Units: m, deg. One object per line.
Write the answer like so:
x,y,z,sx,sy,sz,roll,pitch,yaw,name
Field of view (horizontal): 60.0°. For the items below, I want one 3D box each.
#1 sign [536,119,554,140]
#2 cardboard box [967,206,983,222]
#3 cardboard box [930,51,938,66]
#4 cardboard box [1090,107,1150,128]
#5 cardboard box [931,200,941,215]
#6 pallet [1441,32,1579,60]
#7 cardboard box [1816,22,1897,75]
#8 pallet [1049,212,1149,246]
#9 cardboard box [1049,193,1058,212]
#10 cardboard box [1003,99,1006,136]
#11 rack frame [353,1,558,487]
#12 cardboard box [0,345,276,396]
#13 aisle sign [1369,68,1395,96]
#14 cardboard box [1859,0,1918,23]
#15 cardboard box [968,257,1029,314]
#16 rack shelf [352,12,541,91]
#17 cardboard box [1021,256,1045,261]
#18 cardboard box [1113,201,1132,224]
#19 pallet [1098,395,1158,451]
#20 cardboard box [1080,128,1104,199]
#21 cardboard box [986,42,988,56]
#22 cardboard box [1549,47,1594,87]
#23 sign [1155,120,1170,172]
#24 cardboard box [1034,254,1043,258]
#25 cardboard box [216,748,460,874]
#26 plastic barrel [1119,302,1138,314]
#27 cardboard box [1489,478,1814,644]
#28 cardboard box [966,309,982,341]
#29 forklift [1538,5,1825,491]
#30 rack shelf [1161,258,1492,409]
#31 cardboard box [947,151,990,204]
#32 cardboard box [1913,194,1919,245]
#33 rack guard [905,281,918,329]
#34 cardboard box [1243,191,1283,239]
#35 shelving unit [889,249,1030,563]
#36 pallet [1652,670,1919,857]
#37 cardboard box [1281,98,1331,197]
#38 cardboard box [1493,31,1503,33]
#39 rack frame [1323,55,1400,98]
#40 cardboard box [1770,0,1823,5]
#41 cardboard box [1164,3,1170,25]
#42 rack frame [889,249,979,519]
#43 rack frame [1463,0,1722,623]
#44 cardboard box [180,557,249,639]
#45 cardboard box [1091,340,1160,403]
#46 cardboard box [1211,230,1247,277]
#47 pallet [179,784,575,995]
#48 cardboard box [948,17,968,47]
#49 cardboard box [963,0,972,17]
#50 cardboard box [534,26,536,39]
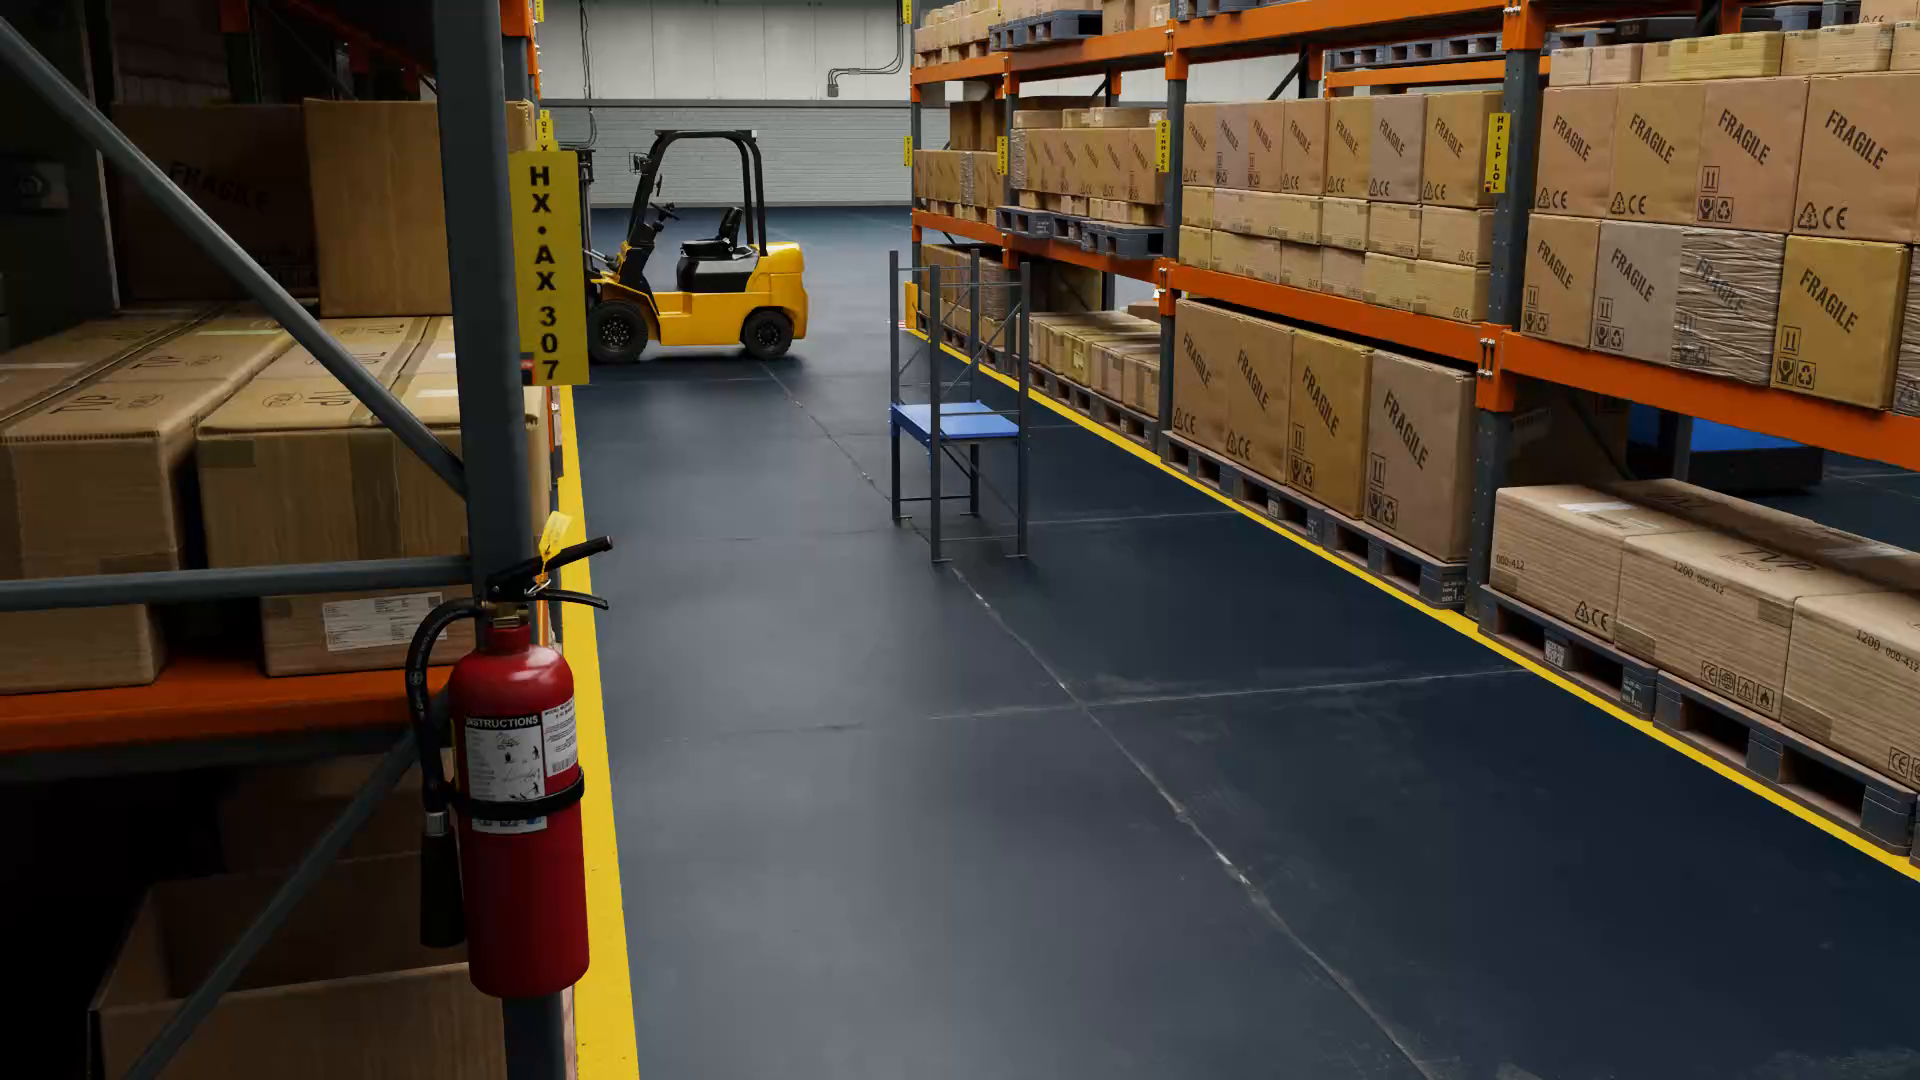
-2.460,-2.329,9.868,0.100,0.325,0.005,-3,14,-13,sign
0.286,-3.143,15.999,0.380,0.149,0.250,-3,14,-14,cardboard box
-0.100,-5.018,17.354,0.380,0.149,0.250,-3,14,-12,cardboard box
1.180,-3.124,12.306,0.380,0.149,0.250,-4,14,-16,cardboard box
-0.090,-3.500,17.461,0.380,0.149,0.250,-3,14,-12,cardboard box
5.505,-4.876,16.431,1.003,0.211,1.213,-3,14,-13,pallet
2.939,-1.537,5.215,0.380,0.149,0.250,-3,14,-13,cardboard box
1.334,-2.412,12.882,1.003,0.211,1.213,-3,14,-13,pallet
0.933,-2.729,13.422,0.380,0.149,0.250,-3,14,-12,cardboard box
0.816,-4.002,16.043,0.700,0.500,0.500,-4,14,-14,cardboard box
-2.985,-1.773,9.863,1.000,3.000,0.127,-3,14,-13,rack frame
-1.592,-0.209,3.153,0.500,0.250,0.500,-3,14,-13,cardboard box
5.023,-5.491,19.605,0.394,0.787,0.004,-3,14,-13,aisle sign
6.502,-3.709,11.256,0.500,0.500,0.500,-3,14,-13,cardboard box
0.378,-2.445,15.941,0.500,0.500,0.500,-3,14,-12,cardboard box
-3.455,-3.342,11.481,1.077,0.370,4.000,-3,14,-13,rack shelf
0.886,-2.480,16.085,0.500,0.500,0.500,-3,14,-11,cardboard box
1.297,-2.308,11.699,0.380,0.149,0.250,-3,14,-14,cardboard box
1.656,-0.876,12.069,1.003,0.211,1.213,-3,14,-13,pallet
1.210,-2.772,12.230,0.500,0.500,0.500,-4,14,-17,cardboard box
0.458,-4.546,15.423,0.380,0.149,0.250,-4,14,-15,cardboard box
2.600,-1.890,6.658,0.380,0.149,0.250,-3,14,-14,cardboard box
1.313,-2.542,10.739,0.100,0.325,0.005,-3,14,-13,sign
0.930,-2.823,16.122,0.380,0.149,0.250,-3,14,-11,cardboard box
-1.321,0.737,3.971,0.700,0.500,0.500,-3,14,-11,cardboard box
1.916,-2.252,17.254,0.512,0.421,0.421,7,15,26,plastic barrel
2.821,0.064,6.859,0.875,0.438,0.875,-3,14,-14,cardboard box
0.364,-2.085,16.050,0.500,0.250,0.500,-4,14,-15,cardboard box
4.372,-2.007,10.967,1.130,2.935,3.031,-3,14,-12,forklift
2.308,-1.240,9.196,1.077,0.370,4.000,-3,14,-13,rack shelf
0.174,-3.611,16.548,0.500,0.500,0.500,-4,14,-14,cardboard box
3.108,-1.070,4.670,0.500,0.500,0.500,-3,14,-13,cardboard box
-0.022,-2.664,18.778,1.175,0.500,0.348,-3,14,-13,rack guard
1.943,-1.855,9.461,0.500,0.250,0.500,-3,14,-13,cardboard box
-0.020,-0.748,8.830,0.538,1.500,1.048,-3,14,-13,shelving unit
3.171,0.689,5.663,1.003,0.211,1.213,-3,14,-13,pallet
2.064,-2.107,8.912,0.500,0.500,0.500,-3,14,-12,cardboard box
5.291,-4.926,15.884,0.380,0.149,0.250,-3,14,-13,cardboard box
4.748,-4.195,19.778,1.000,3.000,0.127,-3,14,-13,rack frame
6.272,-4.072,12.349,0.380,0.166,0.250,-3,14,-13,cardboard box
1.560,-3.446,10.923,0.380,0.149,0.250,-3,14,-13,cardboard box
-0.139,-0.866,9.310,0.500,1.500,0.032,-3,14,-13,rack frame
2.778,-1.128,7.222,1.000,3.000,0.127,-3,14,-13,rack frame
-1.445,0.071,2.845,0.380,0.149,0.250,-3,14,-12,cardboard box
1.534,-1.279,12.492,0.950,0.372,0.625,-4,14,-14,cardboard box
1.847,-1.733,10.017,0.500,0.250,0.500,-4,14,-15,cardboard box
-1.596,0.945,4.614,1.003,0.211,1.213,-3,14,-13,pallet
0.174,-4.940,16.196,0.500,0.250,0.500,-3,14,-12,cardboard box
0.242,-5.052,15.815,0.380,0.149,0.250,-3,14,-13,cardboard box
-4.523,-5.288,16.626,0.500,0.500,0.500,-3,14,-11,cardboard box
